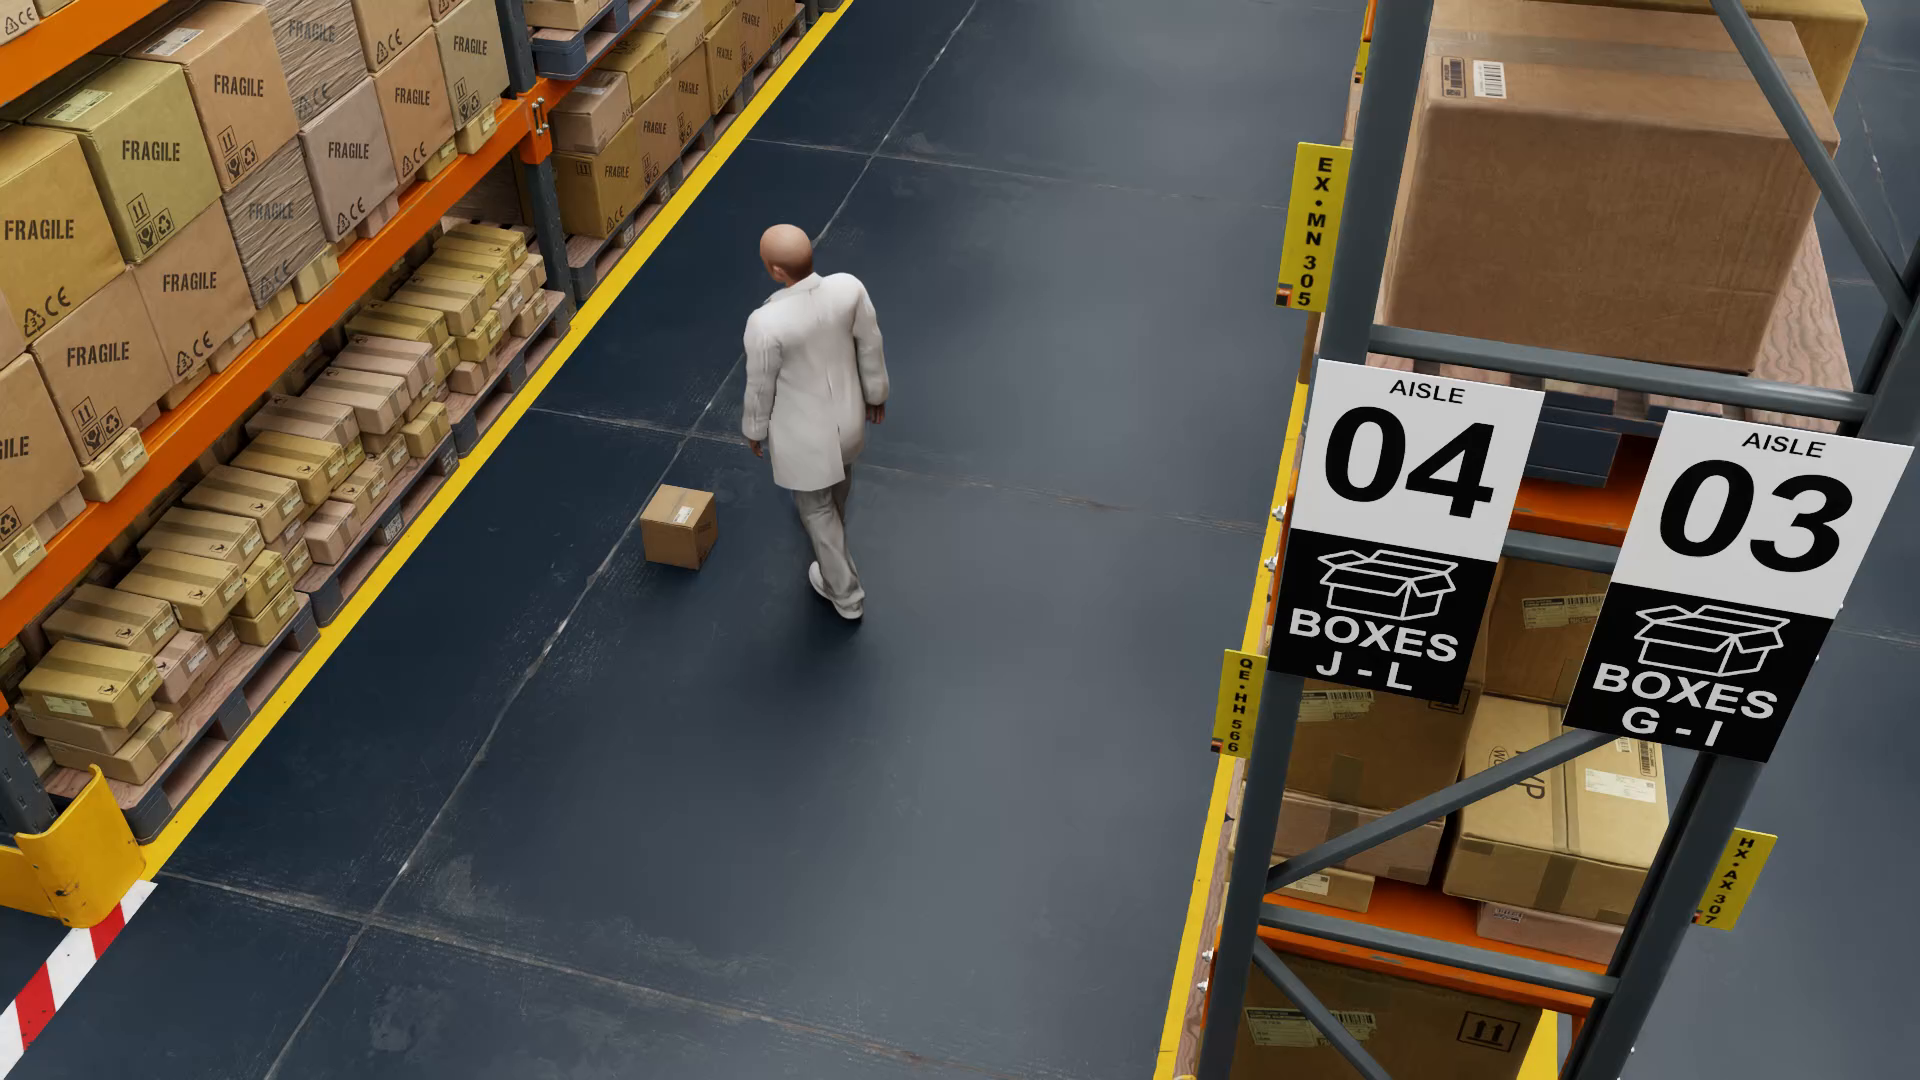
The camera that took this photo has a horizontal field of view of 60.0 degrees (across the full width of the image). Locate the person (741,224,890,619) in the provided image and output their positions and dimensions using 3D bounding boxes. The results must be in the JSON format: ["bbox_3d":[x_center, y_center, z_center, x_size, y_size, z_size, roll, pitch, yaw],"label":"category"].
[{"bbox_3d":[-0.649,-0.562,6.804,0.617,1.753,0.831,-28,48,-29],"label":"person"}]
